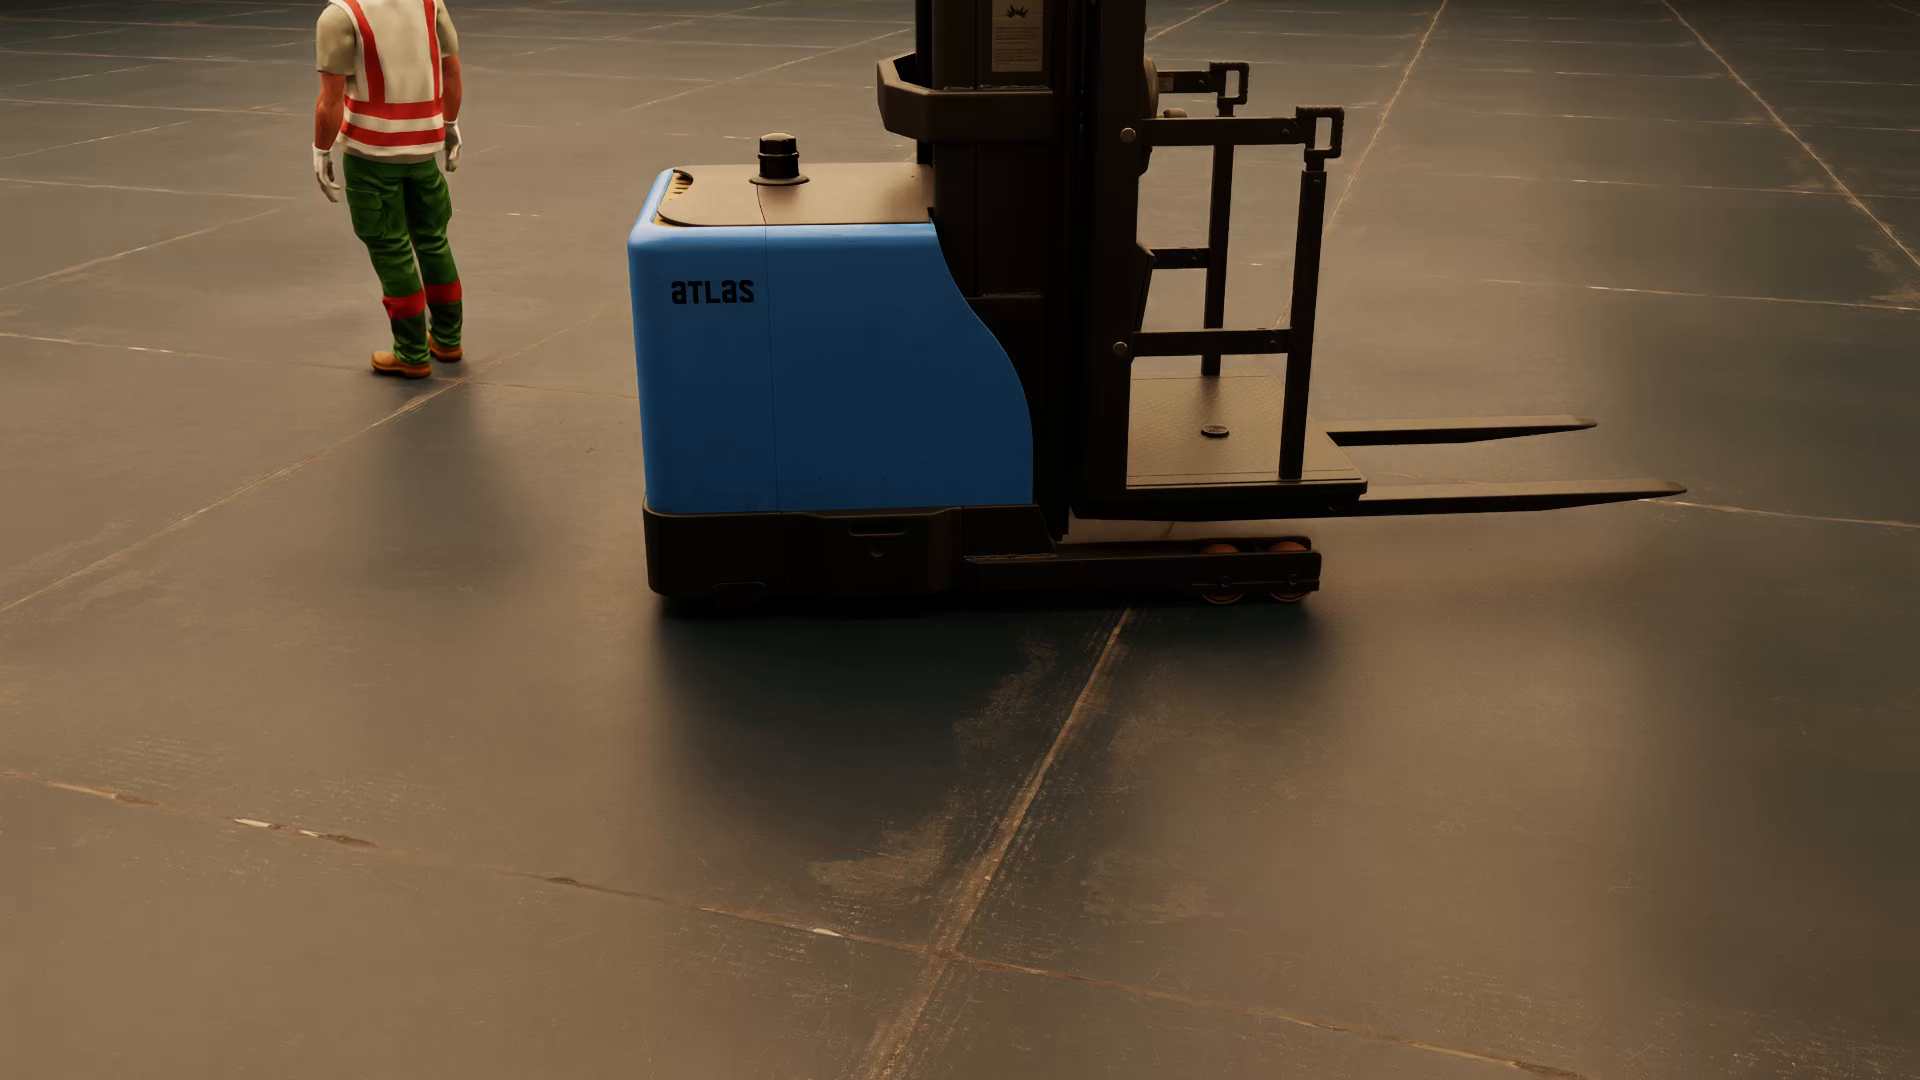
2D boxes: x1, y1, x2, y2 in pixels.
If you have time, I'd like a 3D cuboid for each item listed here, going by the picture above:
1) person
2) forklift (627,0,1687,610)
[{"bbox_3d":[-2.238,-1.521,6.443,0.560,1.788,0.637,18,28,37],"label":"person"},{"bbox_3d":[0.606,-1.374,4.608,3.031,2.935,1.130,-2,23,-4],"label":"forklift"}]
